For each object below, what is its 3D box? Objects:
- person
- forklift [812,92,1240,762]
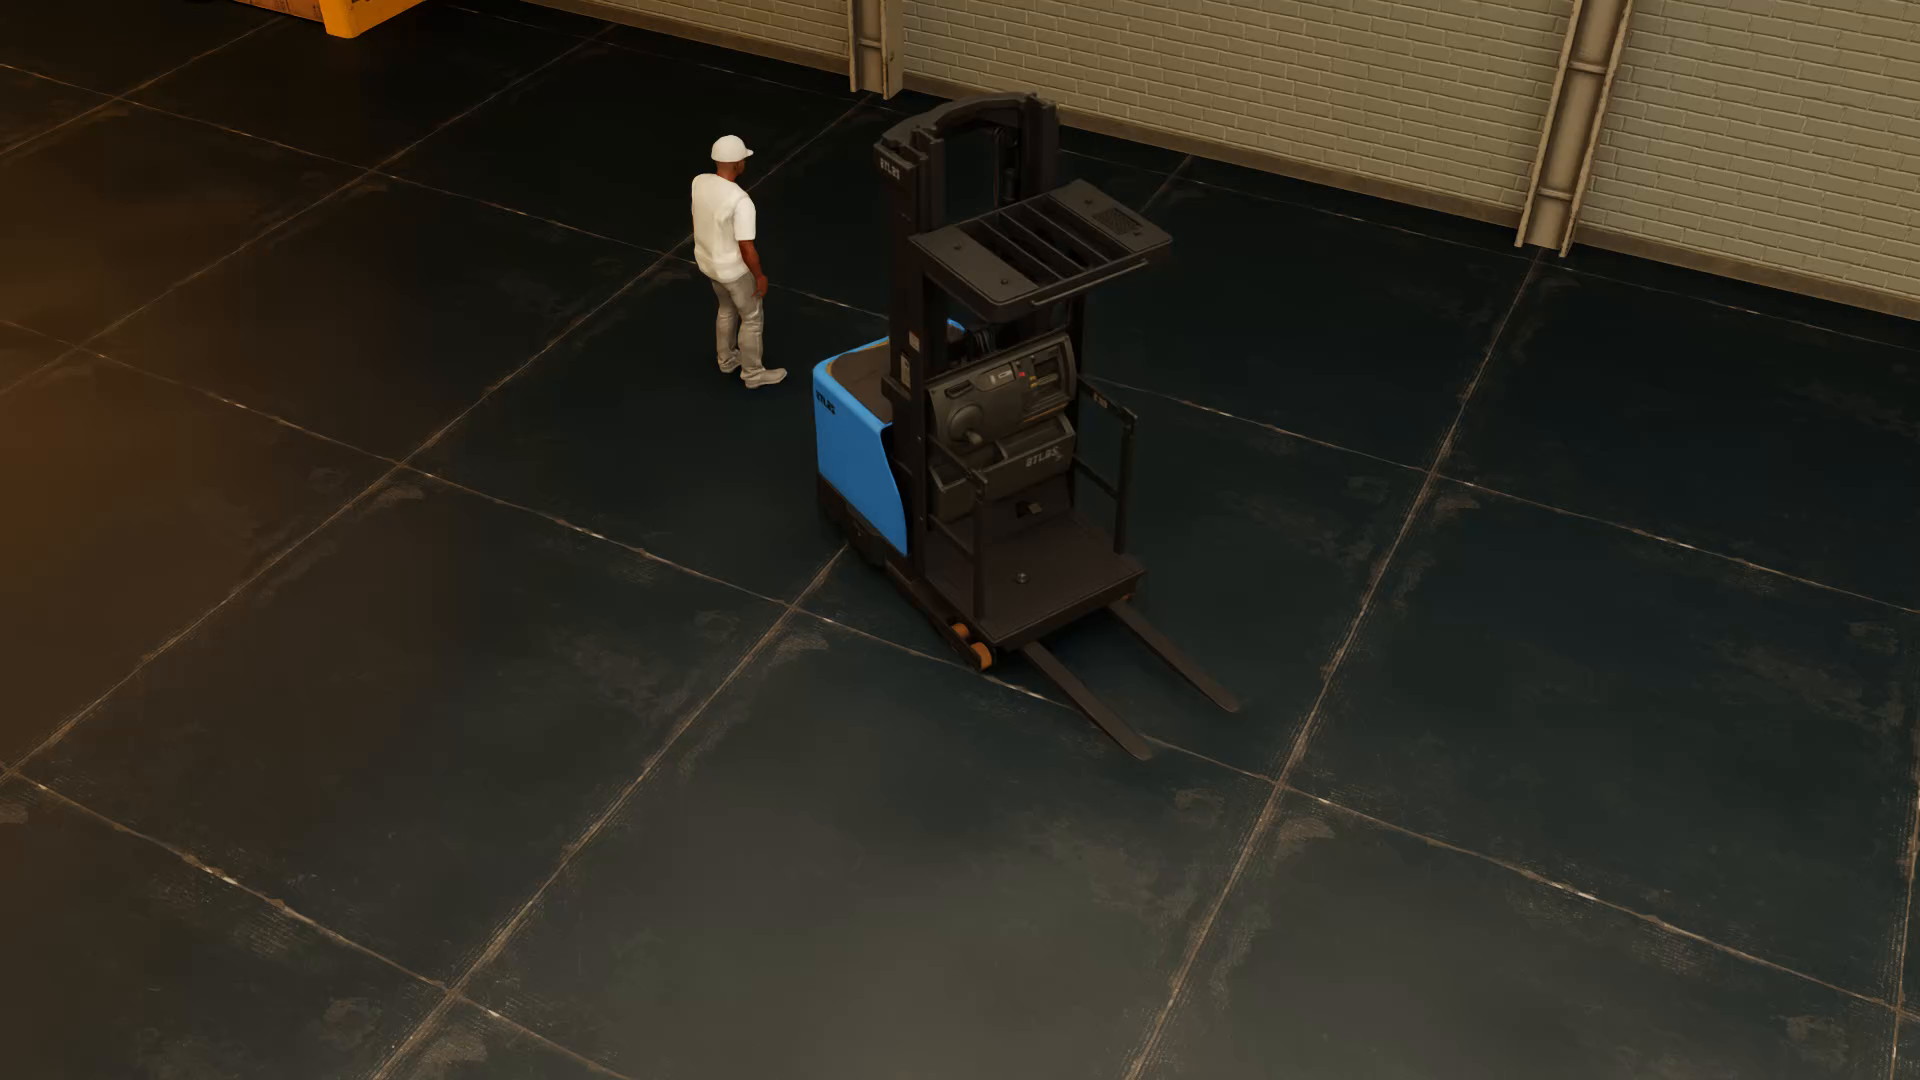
[{"bbox_3d":[-1.510,-1.855,11.102,0.464,1.759,0.626,-31,49,-31],"label":"person"},{"bbox_3d":[0.359,-0.735,8.860,1.130,2.935,3.031,-24,46,-26],"label":"forklift"}]
